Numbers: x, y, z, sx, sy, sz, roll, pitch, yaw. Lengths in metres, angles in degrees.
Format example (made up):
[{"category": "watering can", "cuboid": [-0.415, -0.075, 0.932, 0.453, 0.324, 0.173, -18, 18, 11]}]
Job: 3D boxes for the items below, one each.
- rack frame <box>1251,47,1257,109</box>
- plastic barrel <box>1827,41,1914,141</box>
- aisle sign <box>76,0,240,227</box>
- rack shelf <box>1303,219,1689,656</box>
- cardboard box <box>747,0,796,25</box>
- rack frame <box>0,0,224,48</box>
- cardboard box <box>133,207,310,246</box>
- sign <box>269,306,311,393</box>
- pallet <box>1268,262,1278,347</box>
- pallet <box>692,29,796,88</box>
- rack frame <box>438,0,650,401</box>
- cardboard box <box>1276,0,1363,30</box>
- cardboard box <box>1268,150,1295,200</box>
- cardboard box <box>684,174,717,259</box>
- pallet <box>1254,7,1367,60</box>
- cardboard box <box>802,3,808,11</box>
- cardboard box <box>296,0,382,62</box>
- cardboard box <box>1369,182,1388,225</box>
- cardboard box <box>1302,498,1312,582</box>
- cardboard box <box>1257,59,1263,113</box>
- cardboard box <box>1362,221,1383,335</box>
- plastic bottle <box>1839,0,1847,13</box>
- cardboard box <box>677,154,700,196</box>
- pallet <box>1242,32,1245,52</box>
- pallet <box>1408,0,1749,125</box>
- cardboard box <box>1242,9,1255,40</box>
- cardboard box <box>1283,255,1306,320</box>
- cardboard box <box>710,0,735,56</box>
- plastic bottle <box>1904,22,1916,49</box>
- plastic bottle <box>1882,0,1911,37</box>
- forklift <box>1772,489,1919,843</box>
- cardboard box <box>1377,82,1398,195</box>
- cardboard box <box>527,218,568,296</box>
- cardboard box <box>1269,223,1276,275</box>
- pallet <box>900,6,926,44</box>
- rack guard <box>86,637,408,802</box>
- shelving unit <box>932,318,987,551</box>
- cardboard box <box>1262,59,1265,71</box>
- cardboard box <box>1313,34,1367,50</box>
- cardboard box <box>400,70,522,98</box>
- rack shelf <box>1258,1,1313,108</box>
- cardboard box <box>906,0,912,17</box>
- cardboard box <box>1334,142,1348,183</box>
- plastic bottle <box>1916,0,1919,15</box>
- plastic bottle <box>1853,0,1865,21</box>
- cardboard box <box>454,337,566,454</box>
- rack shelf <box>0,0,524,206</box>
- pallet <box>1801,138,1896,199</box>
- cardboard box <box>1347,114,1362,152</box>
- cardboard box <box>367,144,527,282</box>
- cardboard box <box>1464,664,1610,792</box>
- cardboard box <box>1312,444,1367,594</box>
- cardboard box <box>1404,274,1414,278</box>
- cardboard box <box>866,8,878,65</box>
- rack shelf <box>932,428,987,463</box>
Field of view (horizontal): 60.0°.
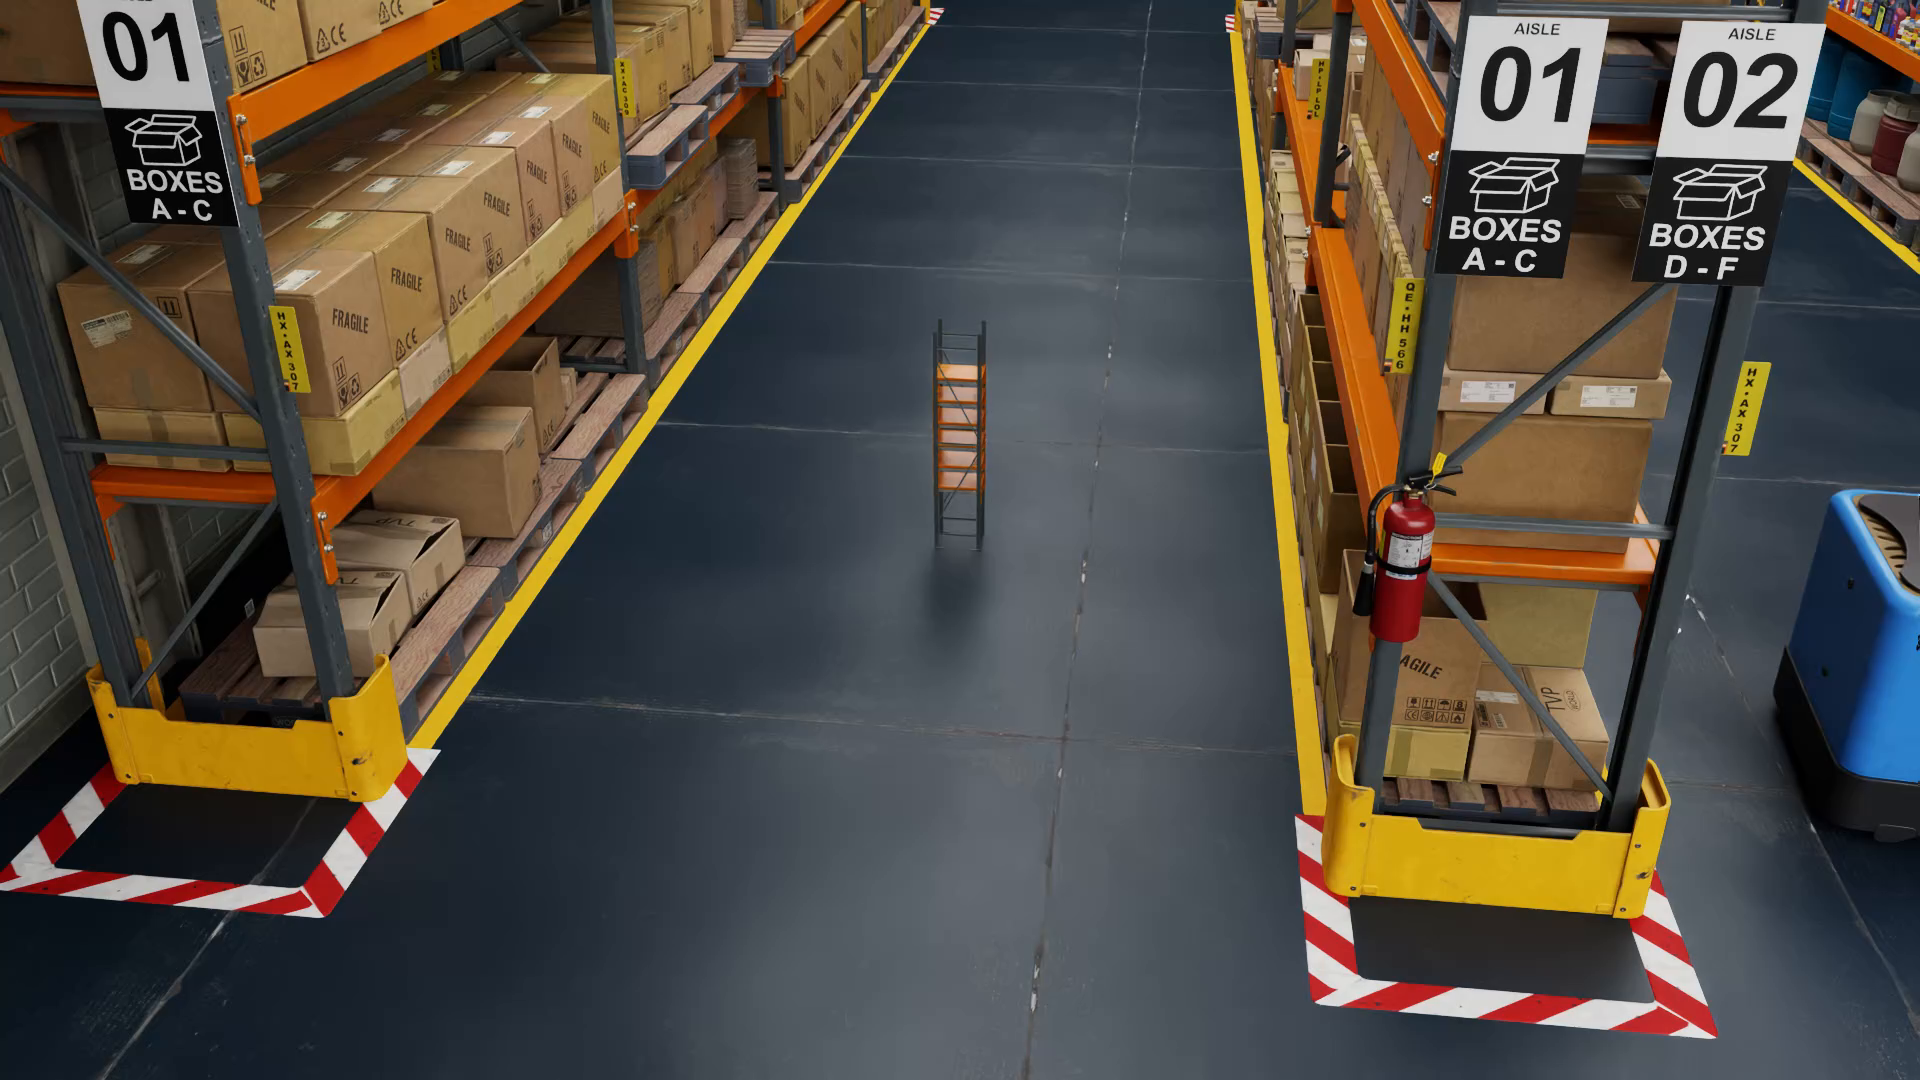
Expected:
[{"category": "rack frame", "cuboid": [3.454, -5.691, 16.151, 1.000, 3.000, 0.127, 3, 28, 6]}, {"category": "plastic barrel", "cuboid": [8.200, -4.074, 14.920, 0.600, 0.901, 0.708, 3, 28, 6]}, {"category": "aisle sign", "cuboid": [-2.644, -1.422, 5.486, 0.394, 0.787, 0.004, 3, 28, 6]}, {"category": "rack shelf", "cuboid": [2.229, -0.667, 7.585, 1.077, 0.370, 4.000, 3, 28, 6]}, {"category": "cardboard box", "cuboid": [-1.639, -4.492, 13.485, 0.500, 0.500, 0.500, 4, 29, 8]}, {"category": "rack frame", "cuboid": [-2.933, -2.970, 4.775, 1.000, 3.000, 0.127, 3, 28, 6]}, {"category": "cardboard box", "cuboid": [-3.014, -1.072, 6.924, 0.500, 0.500, 0.500, 4, 29, 7]}, {"category": "sign", "cuboid": [-2.394, -0.678, 5.934, 0.100, 0.325, 0.005, 3, 28, 6]}, {"category": "pallet", "cuboid": [2.673, -1.623, 11.540, 1.003, 0.211, 1.213, 3, 28, 6]}, {"category": "pallet", "cuboid": [-1.934, -3.668, 12.599, 1.213, 0.211, 1.003, 3, 28, 6]}, {"category": "rack frame", "cuboid": [-2.443, -2.212, 9.693, 1.000, 3.000, 0.127, 3, 28, 6]}, {"category": "cardboard box", "cuboid": [2.930, -4.340, 13.095, 0.700, 0.500, 0.500, -6, 29, -11]}, {"category": "cardboard box", "cuboid": [2.609, -2.800, 12.650, 0.500, 0.311, 0.500, 4, 29, 8]}, {"category": "cardboard box", "cuboid": [-2.200, -2.374, 12.167, 0.700, 0.500, 0.500, 3, 28, 6]}, {"category": "pallet", "cuboid": [2.978, -4.047, 13.302, 1.213, 0.211, 1.003, 3, 28, 6]}, {"category": "cardboard box", "cuboid": [-1.552, -4.741, 14.632, 0.380, 0.149, 0.250, 4, 29, 7]}, {"category": "cardboard box", "cuboid": [-2.542, -2.096, 6.188, 0.500, 0.500, 0.500, 5, 29, 10]}, {"category": "cardboard box", "cuboid": [2.095, -1.533, 7.644, 0.380, 0.149, 0.250, 3, 28, 5]}, {"category": "cardboard box", "cuboid": [1.929, 0.007, 8.031, 0.500, 0.250, 0.500, 3, 28, 6]}, {"category": "cardboard box", "cuboid": [3.099, -4.319, 15.776, 0.500, 0.500, 0.500, 4, 29, 7]}, {"category": "cardboard box", "cuboid": [2.303, -1.276, 7.850, 0.700, 0.500, 0.500, 4, 29, 7]}, {"category": "plastic bottle", "cuboid": [7.793, -4.784, 14.591, 0.061, 0.283, 0.133, 3, 28, 6]}, {"category": "cardboard box", "cuboid": [-2.179, -2.669, 11.922, 0.500, 0.250, 0.500, 3, 28, 6]}, {"category": "pallet", "cuboid": [3.839, -5.935, 19.545, 1.003, 0.211, 1.213, 3, 28, 6]}, {"category": "pallet", "cuboid": [2.096, -1.656, 5.591, 1.003, 0.211, 1.213, 3, 28, 6]}, {"category": "cardboard box", "cuboid": [3.474, -5.847, 18.876, 0.500, 0.250, 0.500, 3, 28, 6]}, {"category": "cardboard box", "cuboid": [2.297, -1.599, 10.421, 0.500, 0.311, 0.500, 4, 29, 8]}, {"category": "cardboard box", "cuboid": [-2.042, -3.846, 12.156, 0.700, 0.500, 0.500, 1, 28, 1]}, {"category": "plastic bottle", "cuboid": [7.626, -4.037, 13.291, 0.097, 0.201, 0.097, 0, 28, 0]}, {"category": "plastic bottle", "cuboid": [7.707, -4.323, 13.663, 0.144, 0.351, 0.185, 3, 28, 6]}, {"category": "forklift", "cuboid": [4.978, -0.201, 6.032, 3.031, 2.935, 1.130, 6, 29, 10]}, {"category": "cardboard box", "cuboid": [2.303, -1.858, 7.563, 0.700, 0.500, 0.500, 3, 28, 6]}, {"category": "cardboard box", "cuboid": [-2.315, -1.442, 8.401, 0.500, 0.250, 0.500, 3, 28, 6]}, {"category": "cardboard box", "cuboid": [2.490, -2.072, 11.889, 0.500, 0.250, 0.500, 3, 28, 5]}, {"category": "pallet", "cuboid": [-0.993, -6.252, 20.132, 1.003, 0.211, 1.213, 3, 28, 6]}, {"category": "rack guard", "cuboid": [-2.923, 0.736, 6.857, 1.175, 0.500, 0.348, 3, 28, 6]}, {"category": "shelving unit", "cuboid": [-0.002, -0.521, 8.453, 0.258, 1.200, 0.189, 3, 28, 6]}, {"category": "cardboard box", "cuboid": [3.031, -4.430, 15.192, 0.500, 0.250, 0.500, 3, 29, 6]}, {"category": "cardboard box", "cuboid": [2.876, -3.600, 12.364, 0.500, 0.311, 0.500, 5, 29, 9]}, {"category": "cardboard box", "cuboid": [-2.707, -2.275, 9.157, 0.500, 0.500, 0.500, 3, 28, 5]}, {"category": "rack shelf", "cuboid": [3.209, -4.433, 14.574, 1.077, 0.370, 4.000, 3, 28, 6]}, {"category": "cardboard box", "cuboid": [-0.959, -6.609, 20.048, 0.700, 0.500, 0.500, 3, 28, 6]}, {"category": "cardboard box", "cuboid": [2.400, -2.291, 9.981, 0.396, 0.266, 0.258, 3, 28, 5]}, {"category": "plastic bottle", "cuboid": [8.410, -4.730, 14.502, 0.097, 0.271, 0.097, 0, 28, 0]}, {"category": "plastic bottle", "cuboid": [7.793, -4.606, 14.268, 0.152, 0.276, 0.135, 3, 28, 6]}, {"category": "cardboard box", "cuboid": [-2.530, -0.814, 9.270, 0.500, 0.500, 0.500, 1, 28, 2]}, {"category": "rack shelf", "cuboid": [-2.688, -2.274, 7.404, 1.077, 0.370, 4.000, 3, 28, 6]}, {"category": "pallet", "cuboid": [8.087, -3.237, 14.536, 1.003, 0.211, 1.213, 3, 28, 6]}, {"category": "cardboard box", "cuboid": [2.249, -2.140, 8.770, 0.380, 0.149, 0.250, 3, 28, 6]}, {"category": "cardboard box", "cuboid": [-2.384, -1.527, 7.769, 0.500, 0.500, 0.500, 4, 29, 8]}, {"category": "cardboard box", "cuboid": [2.271, 0.744, 6.664, 0.500, 0.250, 0.500, 3, 28, 6]}, {"category": "cardboard box", "cuboid": [1.863, -0.088, 7.417, 0.500, 0.500, 0.500, 3, 28, 6]}, {"category": "cardboard box", "cuboid": [1.937, -0.925, 6.515, 0.380, 0.149, 0.250, 4, 29, 7]}, {"category": "cardboard box", "cuboid": [-1.269, -5.408, 17.818, 0.700, 0.500, 0.500, 4, 29, 7]}, {"category": "rack shelf", "cuboid": [-0.002, -0.482, 8.474, 0.258, 0.103, 0.180, 3, 28, 6]}]
